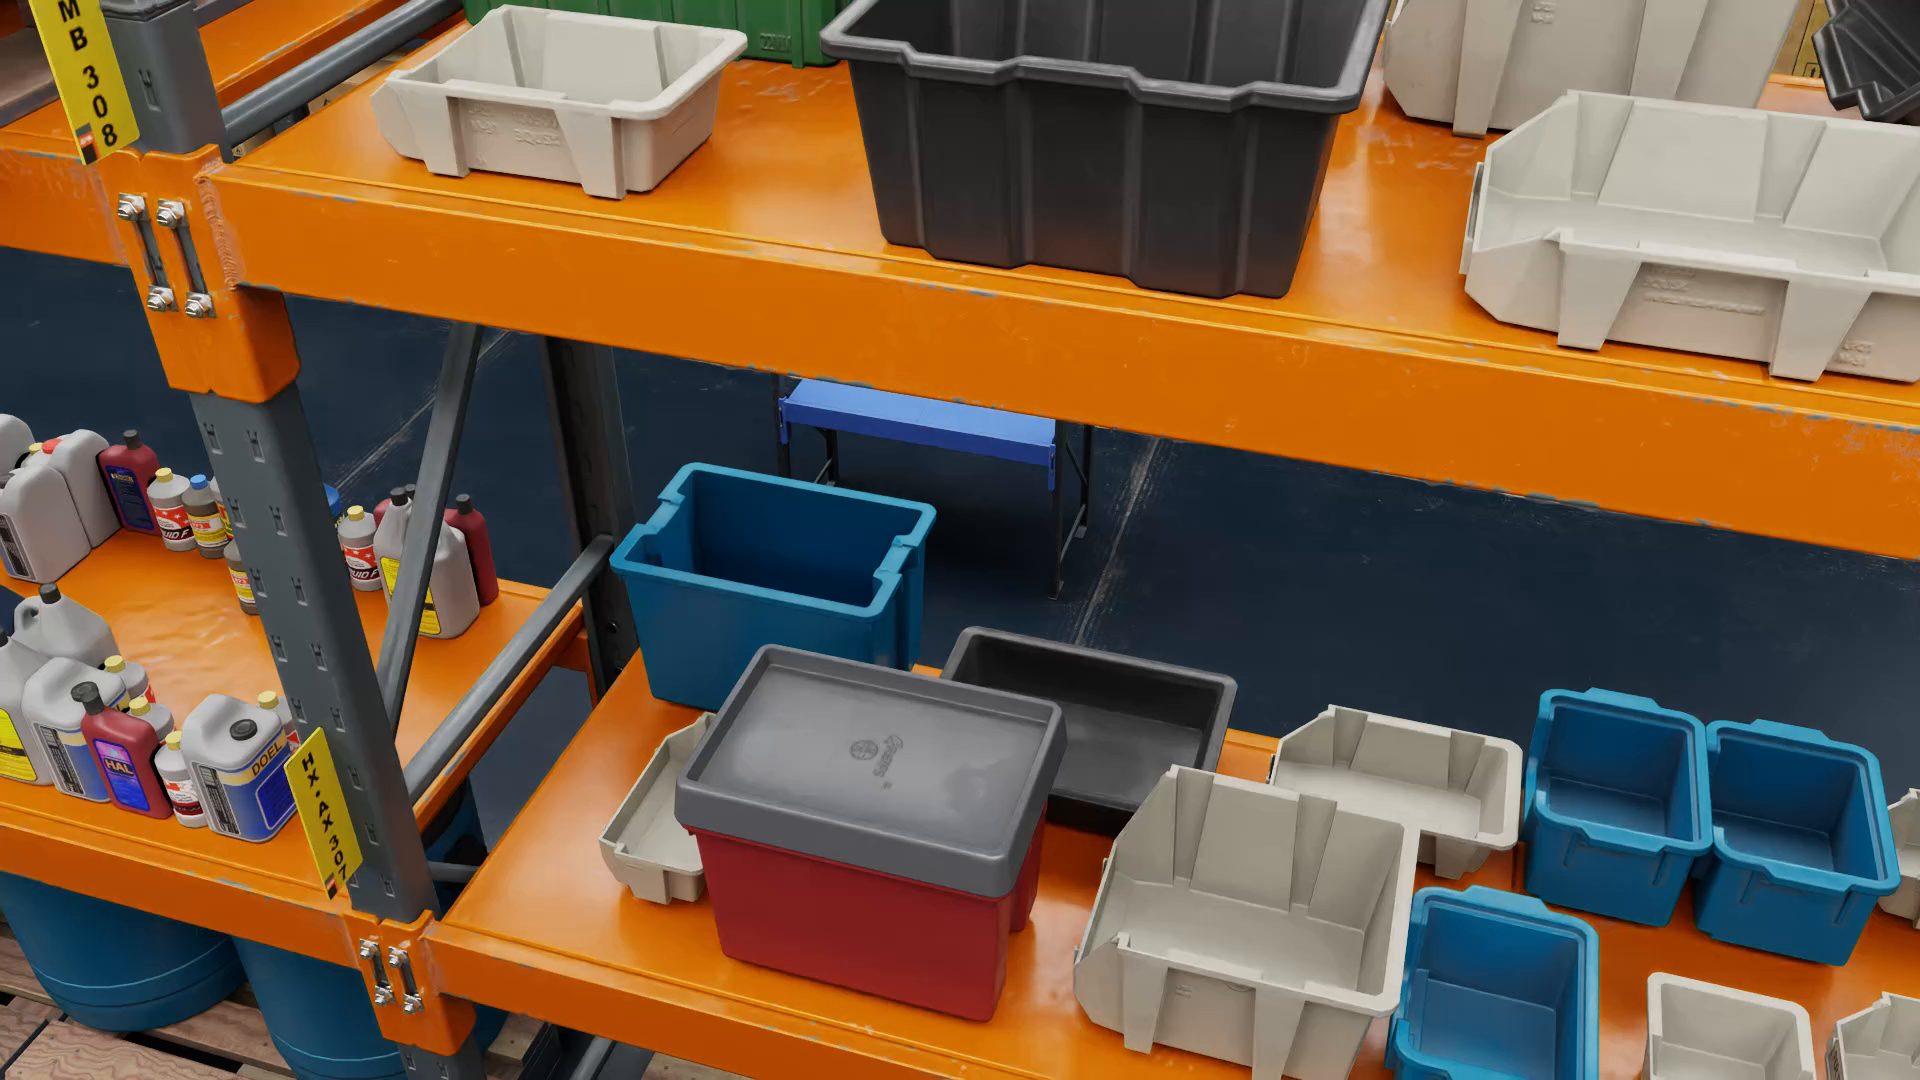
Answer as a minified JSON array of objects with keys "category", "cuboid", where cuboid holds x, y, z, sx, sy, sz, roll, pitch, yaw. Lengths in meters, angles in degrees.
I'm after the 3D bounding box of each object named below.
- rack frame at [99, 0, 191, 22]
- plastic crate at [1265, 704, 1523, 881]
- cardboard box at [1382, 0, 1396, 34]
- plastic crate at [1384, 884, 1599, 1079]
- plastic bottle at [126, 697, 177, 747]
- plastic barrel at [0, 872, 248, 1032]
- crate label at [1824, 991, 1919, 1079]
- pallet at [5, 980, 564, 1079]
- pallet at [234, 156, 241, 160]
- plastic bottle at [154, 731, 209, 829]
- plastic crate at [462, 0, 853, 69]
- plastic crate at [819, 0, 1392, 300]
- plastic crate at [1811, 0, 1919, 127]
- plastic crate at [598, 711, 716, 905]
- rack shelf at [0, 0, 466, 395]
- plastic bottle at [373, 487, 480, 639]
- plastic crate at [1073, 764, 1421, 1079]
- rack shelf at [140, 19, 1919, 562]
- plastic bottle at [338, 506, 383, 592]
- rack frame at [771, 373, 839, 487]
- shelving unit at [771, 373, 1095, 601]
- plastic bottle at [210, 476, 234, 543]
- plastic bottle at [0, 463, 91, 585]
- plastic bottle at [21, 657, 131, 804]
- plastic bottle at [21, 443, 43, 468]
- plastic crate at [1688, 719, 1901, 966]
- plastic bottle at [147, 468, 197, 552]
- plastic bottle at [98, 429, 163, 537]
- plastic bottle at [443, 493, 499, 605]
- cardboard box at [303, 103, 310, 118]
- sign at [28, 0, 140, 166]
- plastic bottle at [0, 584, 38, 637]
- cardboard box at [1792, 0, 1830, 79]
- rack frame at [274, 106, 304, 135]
[{"category":"rack frame","cuboid":[-0.921,-2.144,1.572,0.127,3.000,1.000,10,38,14]},{"category":"plastic crate","cuboid":[0.831,0.492,3.223,0.466,0.136,0.293,10,38,14]},{"category":"cardboard box","cuboid":[1.932,-2.148,6.553,0.500,0.500,0.500,10,38,14]},{"category":"plastic crate","cuboid":[0.861,0.804,2.717,0.300,0.233,0.416,10,38,14]},{"category":"plastic bottle","cuboid":[-1.621,0.402,3.341,0.097,0.201,0.097,0,36,0]},{"category":"plastic barrel","cuboid":[-2.111,0.717,4.161,0.708,0.901,0.600,10,38,14]},{"category":"crate label","cuboid":[1.520,0.925,2.635,0.243,0.136,0.396,10,38,14]},{"category":"pallet","cuboid":[-1.645,1.235,4.394,1.213,0.211,1.003,10,38,14]},{"category":"pallet","cuboid":[-4.032,-2.281,9.172,1.213,0.211,1.003,10,38,14]},{"category":"plastic bottle","cuboid":[-1.512,0.460,3.262,0.097,0.201,0.097,0,36,0]},{"category":"plastic crate","cuboid":[-0.426,-0.947,2.654,0.662,0.188,0.450,10,38,14]},{"category":"plastic crate","cuboid":[0.183,-0.509,1.990,0.590,0.269,0.497,10,38,14]},{"category":"plastic crate","cuboid":[1.521,-0.630,2.097,0.767,0.338,0.504,10,38,14]},{"category":"plastic crate","cuboid":[-0.519,0.517,3.189,0.243,0.136,0.396,10,38,14]},{"category":"rack shelf","cuboid":[-2.830,-1.000,3.154,4.000,0.370,1.077,10,38,14]},{"category":"plastic bottle","cuboid":[-1.199,0.039,3.708,0.185,0.351,0.144,10,38,14]},{"category":"plastic crate","cuboid":[0.482,0.670,2.859,0.530,0.282,0.437,10,38,14]},{"category":"rack shelf","cuboid":[0.988,-0.293,2.194,4.000,0.370,1.077,10,38,14]},{"category":"plastic bottle","cuboid":[-1.386,0.012,3.871,0.097,0.201,0.097,0,36,0]},{"category":"rack frame","cuboid":[-0.567,-0.709,5.948,0.032,1.500,0.500,10,38,14]},{"category":"shelving unit","cuboid":[-0.081,-0.619,5.826,1.048,1.500,0.538,10,38,14]},{"category":"plastic bottle","cuboid":[-1.701,-0.074,3.929,0.097,0.271,0.097,0,36,0]},{"category":"plastic bottle","cuboid":[-2.178,-0.053,3.896,0.135,0.276,0.152,10,38,14]},{"category":"plastic bottle","cuboid":[-1.742,0.371,3.321,0.135,0.276,0.152,10,38,14]},{"category":"plastic bottle","cuboid":[-2.235,-0.145,4.084,0.097,0.201,0.097,0,36,0]},{"category":"plastic crate","cuboid":[1.503,0.560,3.050,0.300,0.233,0.416,10,38,14]},{"category":"plastic bottle","cuboid":[-1.886,-0.080,3.996,0.097,0.201,0.097,0,36,0]},{"category":"plastic bottle","cuboid":[-1.991,-0.144,4.014,0.133,0.283,0.061,10,38,14]},{"category":"plastic bottle","cuboid":[-1.143,0.013,3.801,0.133,0.283,0.061,10,38,14]},{"category":"cardboard box","cuboid":[-3.670,-2.557,9.160,0.500,0.250,0.500,10,38,14]},{"category":"sign","cuboid":[-1.086,-0.629,2.036,0.005,0.325,0.100,10,38,14]},{"category":"plastic bottle","cuboid":[-2.029,0.200,3.489,0.185,0.351,0.144,10,38,14]},{"category":"cardboard box","cuboid":[3.373,-1.878,6.187,0.500,0.500,0.500,11,38,14]},{"category":"rack frame","cuboid":[-3.258,-3.237,8.117,0.127,3.000,1.000,10,38,14]}]
